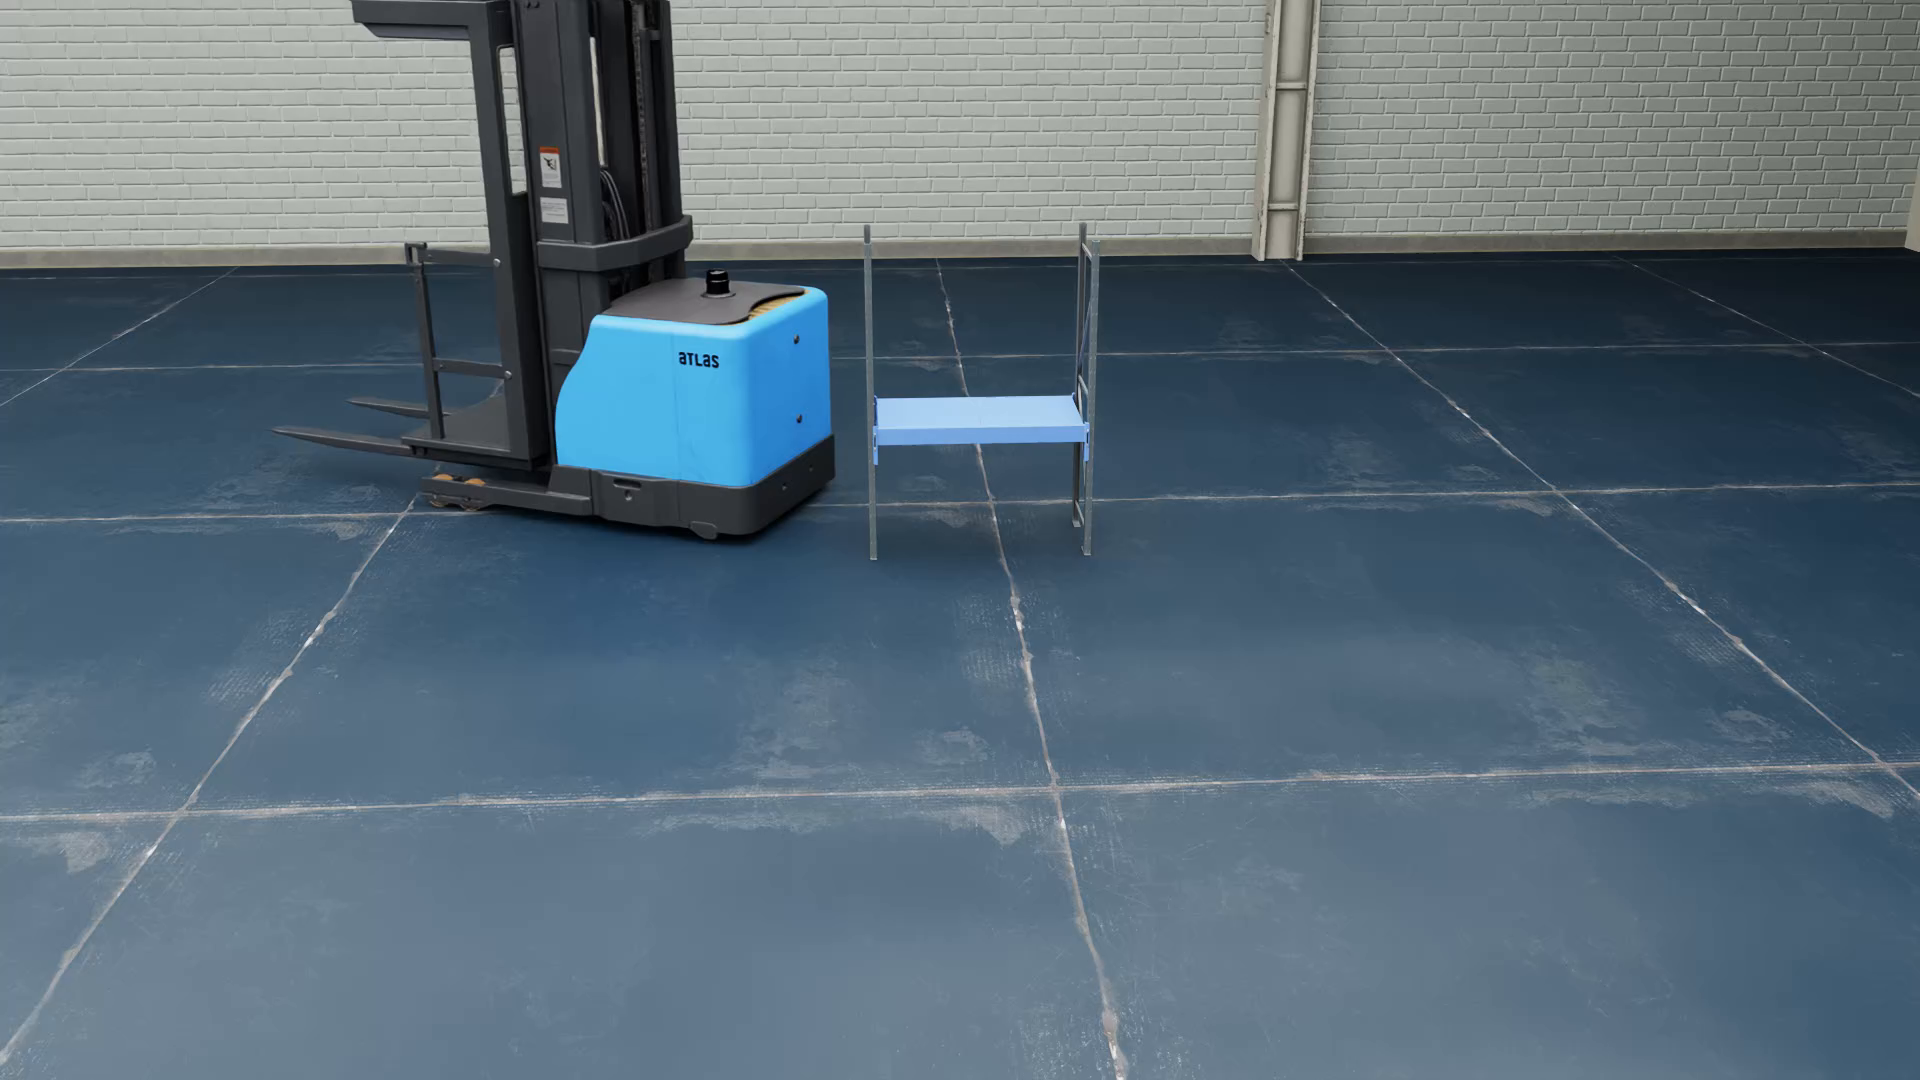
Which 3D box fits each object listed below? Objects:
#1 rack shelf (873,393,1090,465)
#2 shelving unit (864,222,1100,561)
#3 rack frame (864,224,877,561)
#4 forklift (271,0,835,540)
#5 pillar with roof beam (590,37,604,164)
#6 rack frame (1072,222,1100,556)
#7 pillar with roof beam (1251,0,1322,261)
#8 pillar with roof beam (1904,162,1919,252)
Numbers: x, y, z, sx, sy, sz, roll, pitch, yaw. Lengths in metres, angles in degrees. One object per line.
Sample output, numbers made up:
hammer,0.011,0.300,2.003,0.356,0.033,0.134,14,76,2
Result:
rack shelf,0.085,-0.535,7.923,1.000,0.185,0.538,-1,21,-3
shelving unit,0.085,-0.703,7.859,1.048,1.500,0.538,-1,21,-3
rack frame,-0.422,-0.692,7.832,0.032,1.500,0.500,-1,21,-3
forklift,-2.232,-1.681,8.418,3.031,2.935,1.130,8,22,19
pillar with roof beam,-2.949,-5.055,8.752,0.400,9.000,9.100,-1,21,-3
rack frame,0.593,-0.713,7.886,0.032,1.500,0.500,-1,21,-3
pillar with roof beam,3.042,-5.177,9.072,0.400,9.000,9.100,-1,21,-3
pillar with roof beam,9.032,-5.299,9.393,0.400,9.000,9.100,-1,21,-3
